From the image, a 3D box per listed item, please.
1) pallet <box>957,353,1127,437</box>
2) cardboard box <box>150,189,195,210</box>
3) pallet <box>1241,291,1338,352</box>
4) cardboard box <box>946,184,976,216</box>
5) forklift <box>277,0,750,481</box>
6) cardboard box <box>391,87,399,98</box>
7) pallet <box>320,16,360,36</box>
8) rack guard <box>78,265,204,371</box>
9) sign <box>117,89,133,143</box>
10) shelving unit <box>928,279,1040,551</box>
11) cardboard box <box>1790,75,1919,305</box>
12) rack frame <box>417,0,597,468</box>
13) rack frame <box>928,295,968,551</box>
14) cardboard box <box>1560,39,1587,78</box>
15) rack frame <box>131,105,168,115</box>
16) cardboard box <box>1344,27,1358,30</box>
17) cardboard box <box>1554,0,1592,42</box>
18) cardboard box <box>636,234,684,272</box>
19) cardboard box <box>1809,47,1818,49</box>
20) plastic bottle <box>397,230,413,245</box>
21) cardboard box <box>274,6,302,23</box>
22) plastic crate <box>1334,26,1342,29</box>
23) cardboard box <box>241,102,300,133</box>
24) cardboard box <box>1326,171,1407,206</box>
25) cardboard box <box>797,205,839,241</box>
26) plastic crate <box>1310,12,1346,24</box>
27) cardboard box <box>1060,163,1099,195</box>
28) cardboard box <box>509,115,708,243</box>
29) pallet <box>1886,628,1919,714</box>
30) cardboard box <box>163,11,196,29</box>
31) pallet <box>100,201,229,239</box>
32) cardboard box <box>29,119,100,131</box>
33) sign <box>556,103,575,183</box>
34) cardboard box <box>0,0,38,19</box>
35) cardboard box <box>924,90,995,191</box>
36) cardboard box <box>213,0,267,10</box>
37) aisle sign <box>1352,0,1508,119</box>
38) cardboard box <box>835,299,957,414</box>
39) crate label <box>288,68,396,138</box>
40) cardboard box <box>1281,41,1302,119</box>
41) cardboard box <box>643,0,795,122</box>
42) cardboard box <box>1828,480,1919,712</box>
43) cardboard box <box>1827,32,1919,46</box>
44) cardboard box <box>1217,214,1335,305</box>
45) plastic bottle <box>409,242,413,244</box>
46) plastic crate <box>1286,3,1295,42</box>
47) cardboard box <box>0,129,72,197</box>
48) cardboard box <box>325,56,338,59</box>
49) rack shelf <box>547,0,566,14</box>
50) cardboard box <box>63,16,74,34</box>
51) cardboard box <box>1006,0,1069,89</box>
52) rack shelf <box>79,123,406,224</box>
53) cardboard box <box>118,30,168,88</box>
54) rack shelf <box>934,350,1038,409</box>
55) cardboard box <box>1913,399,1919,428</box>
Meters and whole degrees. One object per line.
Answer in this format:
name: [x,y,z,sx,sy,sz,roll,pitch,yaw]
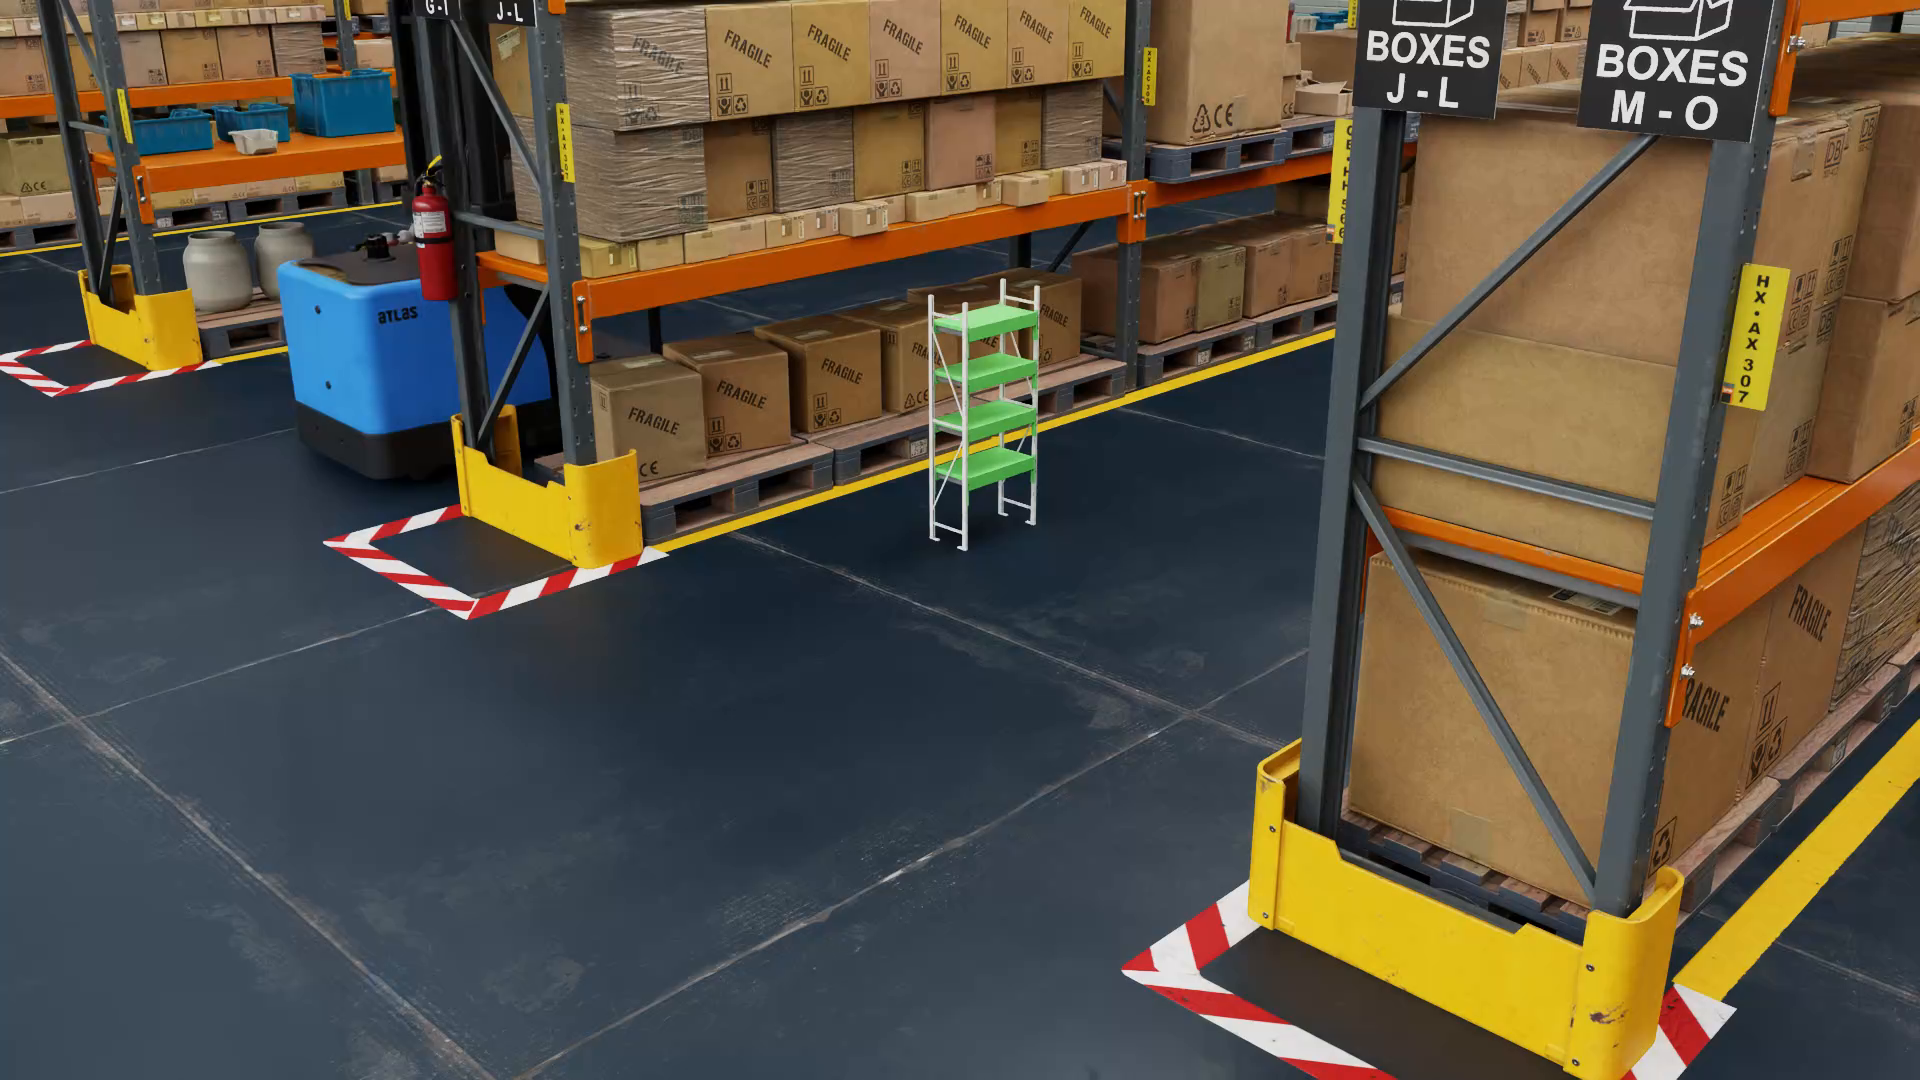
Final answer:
pallet: [0.273,-0.971,10.307,1.003,0.211,1.213,19,28,41]
cardboard box: [-7.588,-3.286,15.691,0.500,0.250,0.500,19,28,41]
pallet: [2.109,-1.668,12.121,1.003,0.211,1.213,19,28,41]
cardboard box: [-0.131,-1.899,9.185,0.380,0.149,0.250,19,28,41]
forklift: [-2.300,-2.112,9.485,3.031,2.935,1.130,-19,28,-40]
cardboard box: [-7.605,-6.042,22.485,0.500,0.500,0.700,-20,29,-41]
pallet: [-8.492,-6.593,21.315,1.003,0.211,1.213,19,28,41]
rack guard: [-5.604,-1.530,11.359,1.175,0.500,0.348,19,28,41]
sign: [-5.232,-2.656,10.419,0.100,0.325,0.005,19,28,41]
shelving unit: [0.115,-0.603,7.970,0.258,1.200,0.503,19,28,41]
cardboard box: [2.501,-1.093,5.023,0.875,0.550,0.550,19,28,41]
rack frame: [-2.074,-1.426,7.604,1.000,3.000,0.127,19,28,41]
rack frame: [-0.055,-0.540,7.807,0.240,1.200,0.015,19,28,41]
cardboard box: [5.104,-3.980,14.109,0.500,0.500,0.500,19,28,41]
rack frame: [-9.931,-6.174,19.956,1.000,3.000,0.127,19,28,41]
cardboard box: [3.159,-3.576,12.474,0.500,0.500,0.500,15,26,34]
cardboard box: [4.948,-4.522,14.122,0.637,0.503,0.797,-19,28,-40]
cardboard box: [-1.516,-1.382,7.839,0.380,0.149,0.250,19,28,41]
cardboard box: [8.895,-5.181,17.722,0.380,0.149,0.250,20,28,41]
plastic bottle: [-4.364,-2.275,12.996,0.152,0.276,0.135,18,28,39]
cardboard box: [-6.589,-5.098,16.113,0.380,0.149,0.250,19,28,40]
plastic crate: [4.517,-6.199,20.306,0.298,0.136,0.250,19,28,41]
cardboard box: [-6.927,-4.156,16.910,0.500,0.500,0.500,19,28,41]
cardboard box: [3.061,-2.691,12.722,0.500,0.250,0.500,-19,28,-40]
cardboard box: [-0.837,-1.645,8.525,0.380,0.149,0.250,19,28,41]
plastic crate: [4.671,-6.578,21.158,0.416,0.233,0.300,19,28,41]
cardboard box: [0.596,-2.146,9.828,0.380,0.149,0.250,19,28,41]
cardboard box: [-1.671,-1.746,7.883,0.875,0.500,0.500,19,28,41]
pallet: [3.613,0.290,7.025,1.003,0.211,1.213,19,28,41]
cardboard box: [-7.302,-4.835,15.429,0.250,0.149,0.380,-19,28,-41]
pallet: [-7.815,-3.124,15.908,1.003,0.211,1.213,19,28,41]
cardboard box: [-8.321,-3.642,15.571,0.500,0.500,0.500,19,28,41]
sign: [-1.685,-1.694,7.096,0.100,0.325,0.005,19,28,41]
cardboard box: [-8.435,-4.826,14.501,0.700,0.500,0.500,18,28,39]
cardboard box: [-0.293,-2.266,9.236,0.875,0.500,0.500,19,28,41]
cardboard box: [-7.036,-5.341,15.842,0.700,0.500,0.500,19,28,41]
aisle sign: [1.145,-1.429,3.988,0.394,0.787,0.004,19,28,41]
cardboard box: [-0.362,-1.062,9.557,0.500,0.500,0.500,16,26,36]
crate label: [-4.533,-3.223,12.230,0.502,0.435,0.616,19,28,41]
cardboard box: [1.859,-3.167,11.405,0.637,0.503,0.797,-17,27,-37]
cardboard box: [-1.141,-2.278,7.874,0.500,0.500,0.500,19,28,41]
cardboard box: [3.084,-0.014,6.307,0.875,0.875,0.875,20,28,41]
cardboard box: [3.917,-1.675,6.537,0.875,0.550,0.550,19,28,41]
cardboard box: [2.285,-2.051,12.100,0.500,0.500,0.700,-17,27,-38]
plastic bottle: [-4.261,-2.214,12.941,0.097,0.201,0.097,0,21,0]
plastic crate: [3.551,-5.975,19.266,0.402,0.464,0.583,19,28,41]
cardboard box: [-8.288,-3.380,14.890,0.500,0.500,0.500,19,28,41]
cardboard box: [-8.048,-6.261,22.010,0.500,0.250,0.500,-20,28,-41]
rack shelf: [-0.679,-3.005,8.533,1.077,0.370,4.000,19,28,41]
cardboard box: [-8.022,-4.569,14.737,0.380,0.149,0.250,18,27,39]
cardboard box: [0.252,-2.793,9.213,0.500,0.500,0.500,19,28,41]
rack shelf: [-4.228,-2.844,12.296,1.077,0.370,4.000,19,28,41]
cardboard box: [-7.757,-4.469,15.380,0.500,0.500,0.700,-19,28,-40]
rack shelf: [0.115,-0.767,7.907,0.258,0.148,0.480,19,28,41]
cardboard box: [2.824,-0.741,5.614,0.875,0.550,0.500,19,28,41]
